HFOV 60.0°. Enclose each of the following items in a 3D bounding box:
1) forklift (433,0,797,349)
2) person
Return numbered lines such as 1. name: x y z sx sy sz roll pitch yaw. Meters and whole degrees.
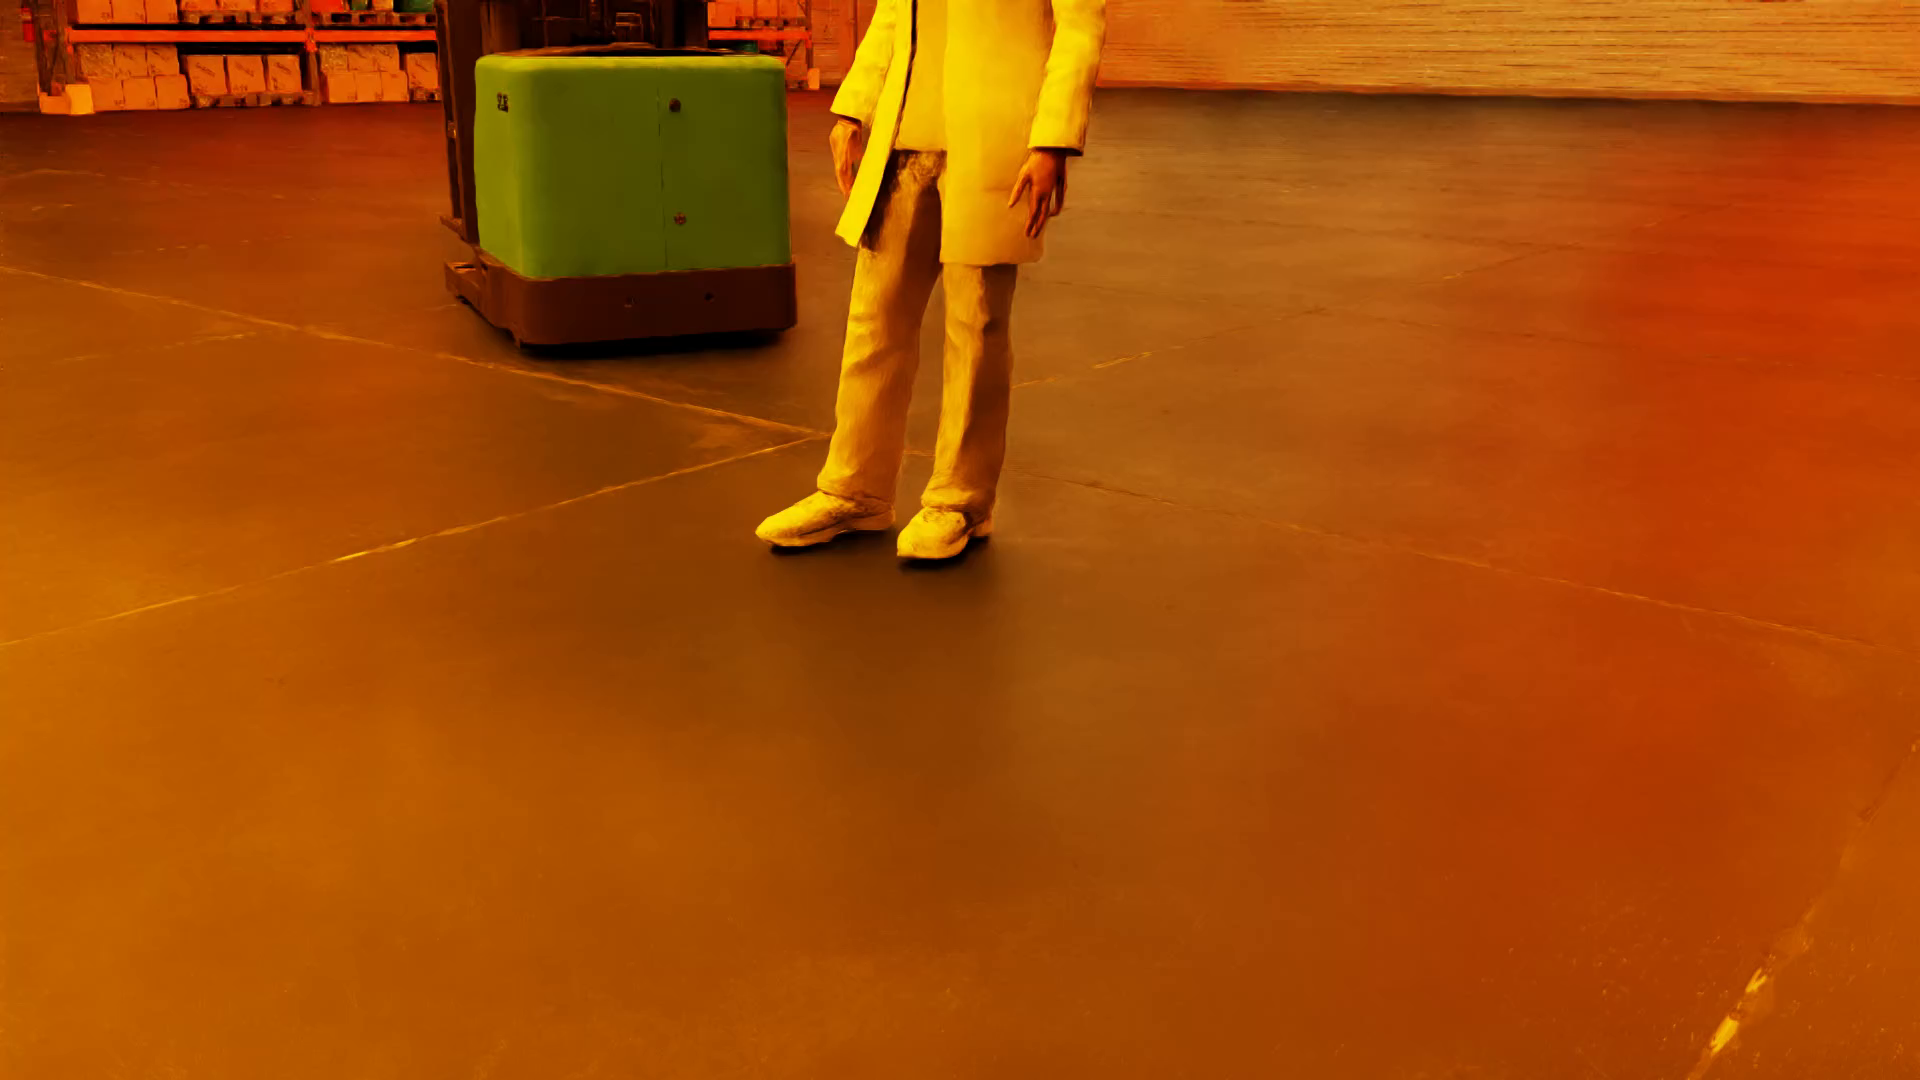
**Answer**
1. forklift: -1.700 -2.496 7.117 1.130 2.935 3.031 -7 18 -23
2. person: -0.062 -0.838 3.617 0.694 1.776 0.579 13 21 37
